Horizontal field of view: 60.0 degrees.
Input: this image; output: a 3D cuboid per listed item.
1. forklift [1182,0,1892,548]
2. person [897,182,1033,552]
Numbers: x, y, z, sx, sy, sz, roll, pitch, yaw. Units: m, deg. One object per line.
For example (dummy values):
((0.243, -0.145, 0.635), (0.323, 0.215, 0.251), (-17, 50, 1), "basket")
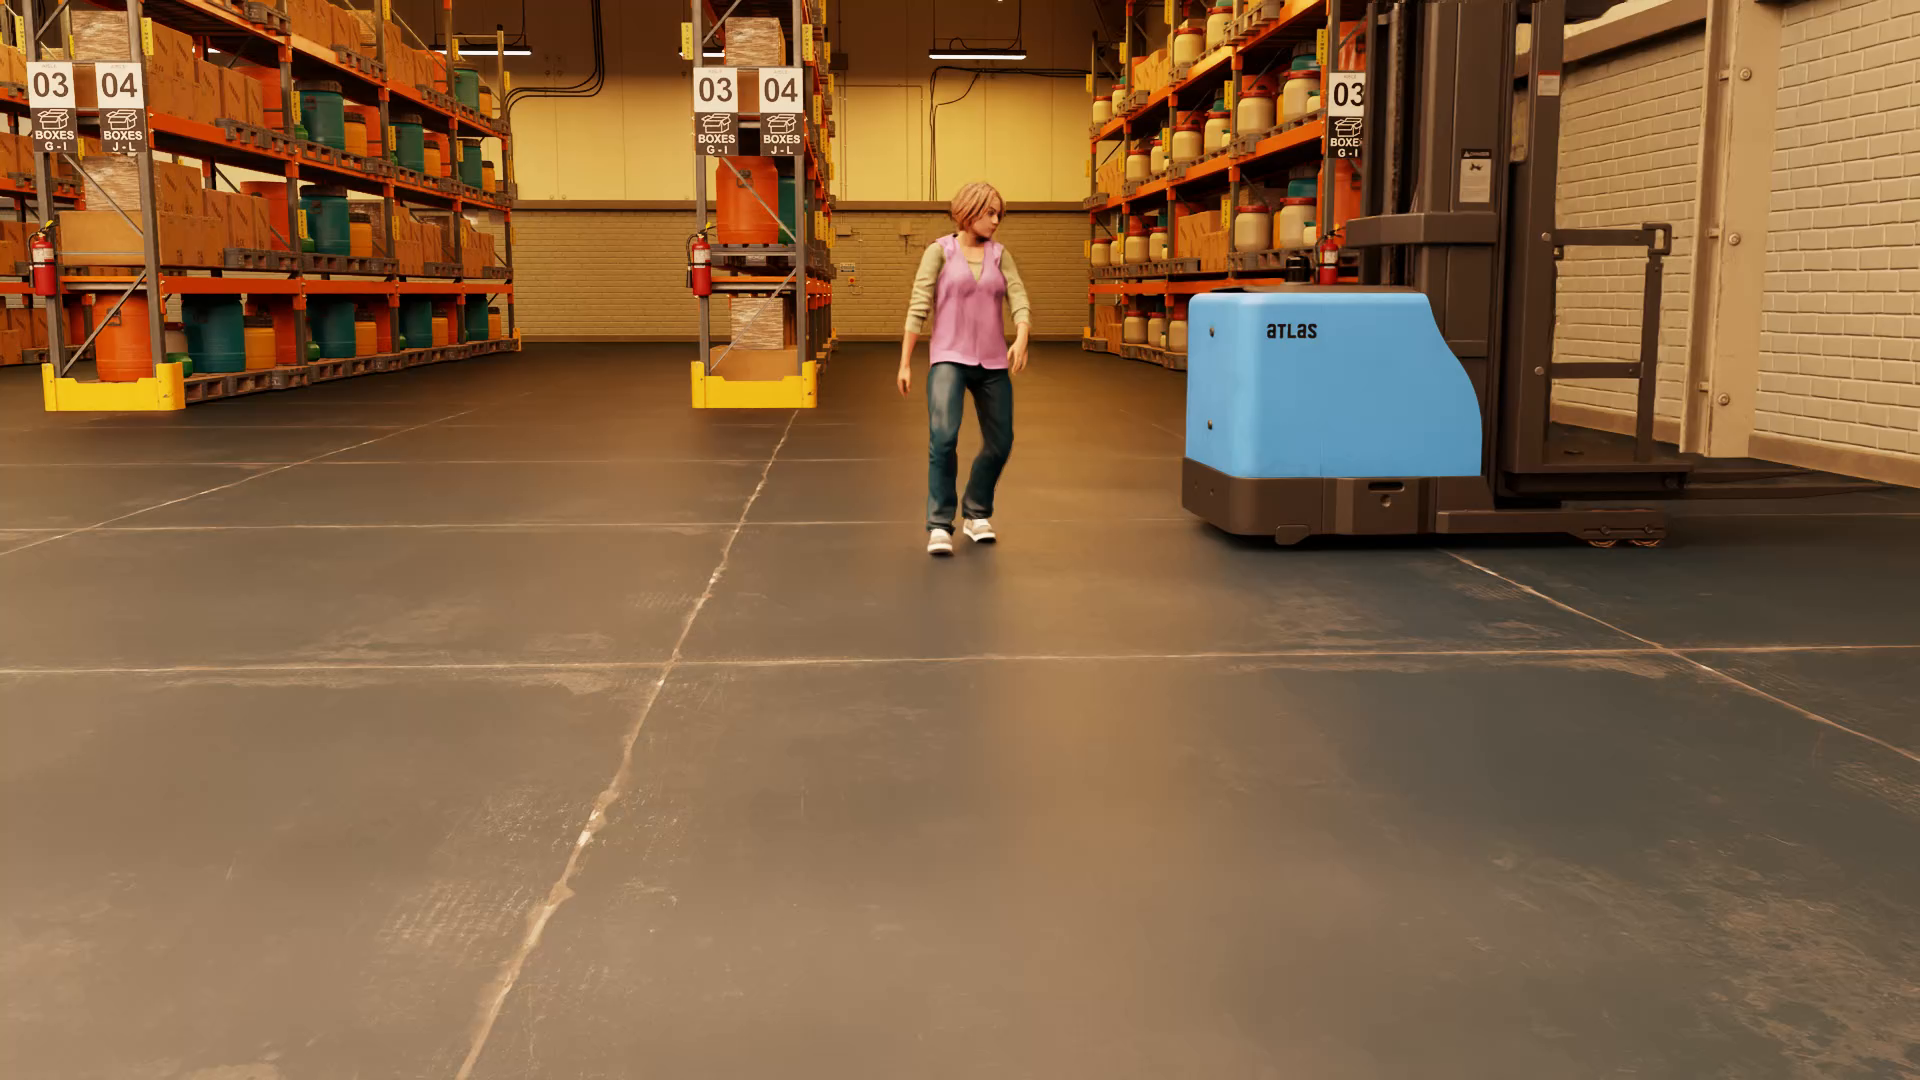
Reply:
((2.598, -1.493, 7.384), (3.031, 2.935, 1.130), (-1, 8, -5), "forklift")
((0.006, -0.724, 6.994), (0.536, 1.532, 0.686), (-3, 9, -22), "person")
